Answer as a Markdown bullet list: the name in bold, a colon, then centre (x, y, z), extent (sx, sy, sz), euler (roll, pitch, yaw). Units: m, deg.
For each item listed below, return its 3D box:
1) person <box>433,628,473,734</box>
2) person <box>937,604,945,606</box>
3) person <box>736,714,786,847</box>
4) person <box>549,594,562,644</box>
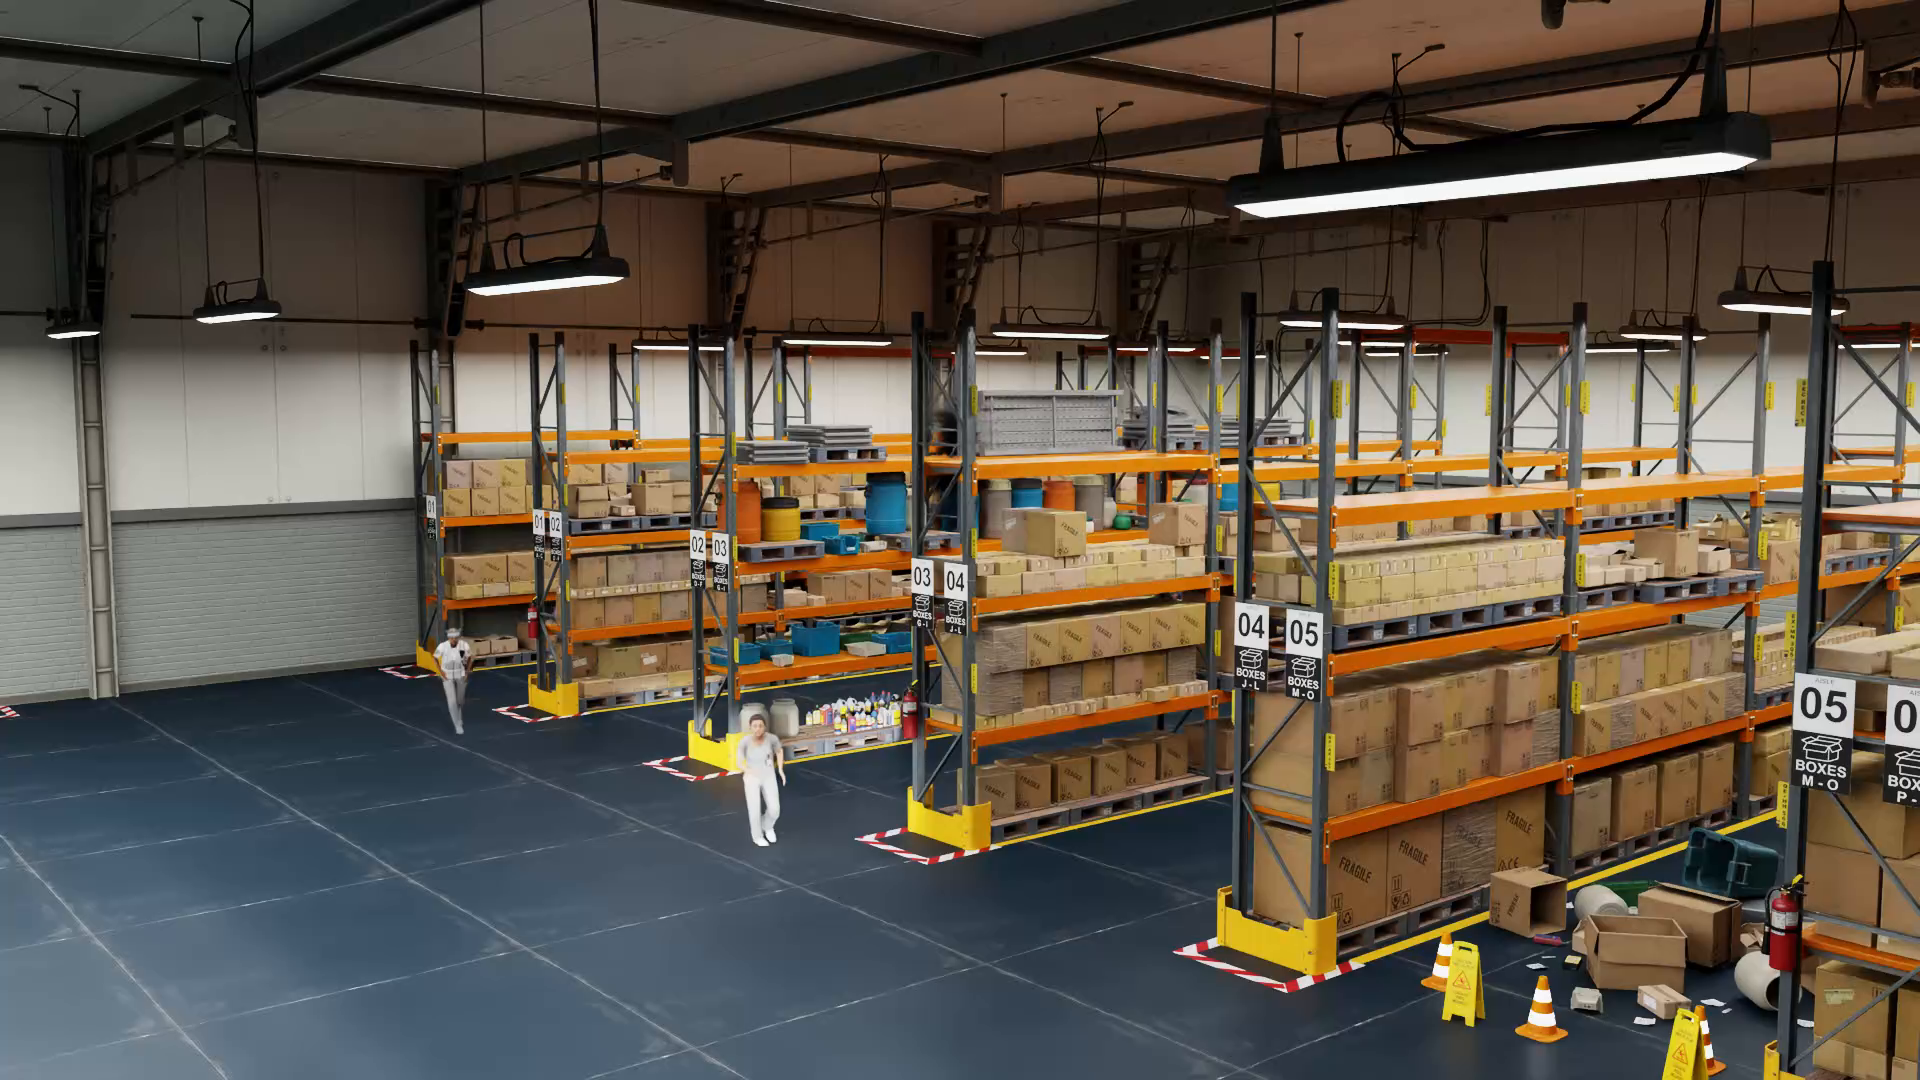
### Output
- **person**: centre (-7.607, 2.082, 24.983), extent (0.573, 1.633, 0.867), euler (-1, 5, -14)
- **person**: centre (-0.167, 1.092, 35.339), extent (0.522, 1.684, 0.797), euler (5, 7, 40)
- **person**: centre (-2.209, 2.681, 18.470), extent (0.557, 1.560, 0.756), euler (-1, 5, -11)
- **person**: centre (-6.891, 1.702, 28.934), extent (0.514, 1.617, 0.708), euler (3, 6, 26)
